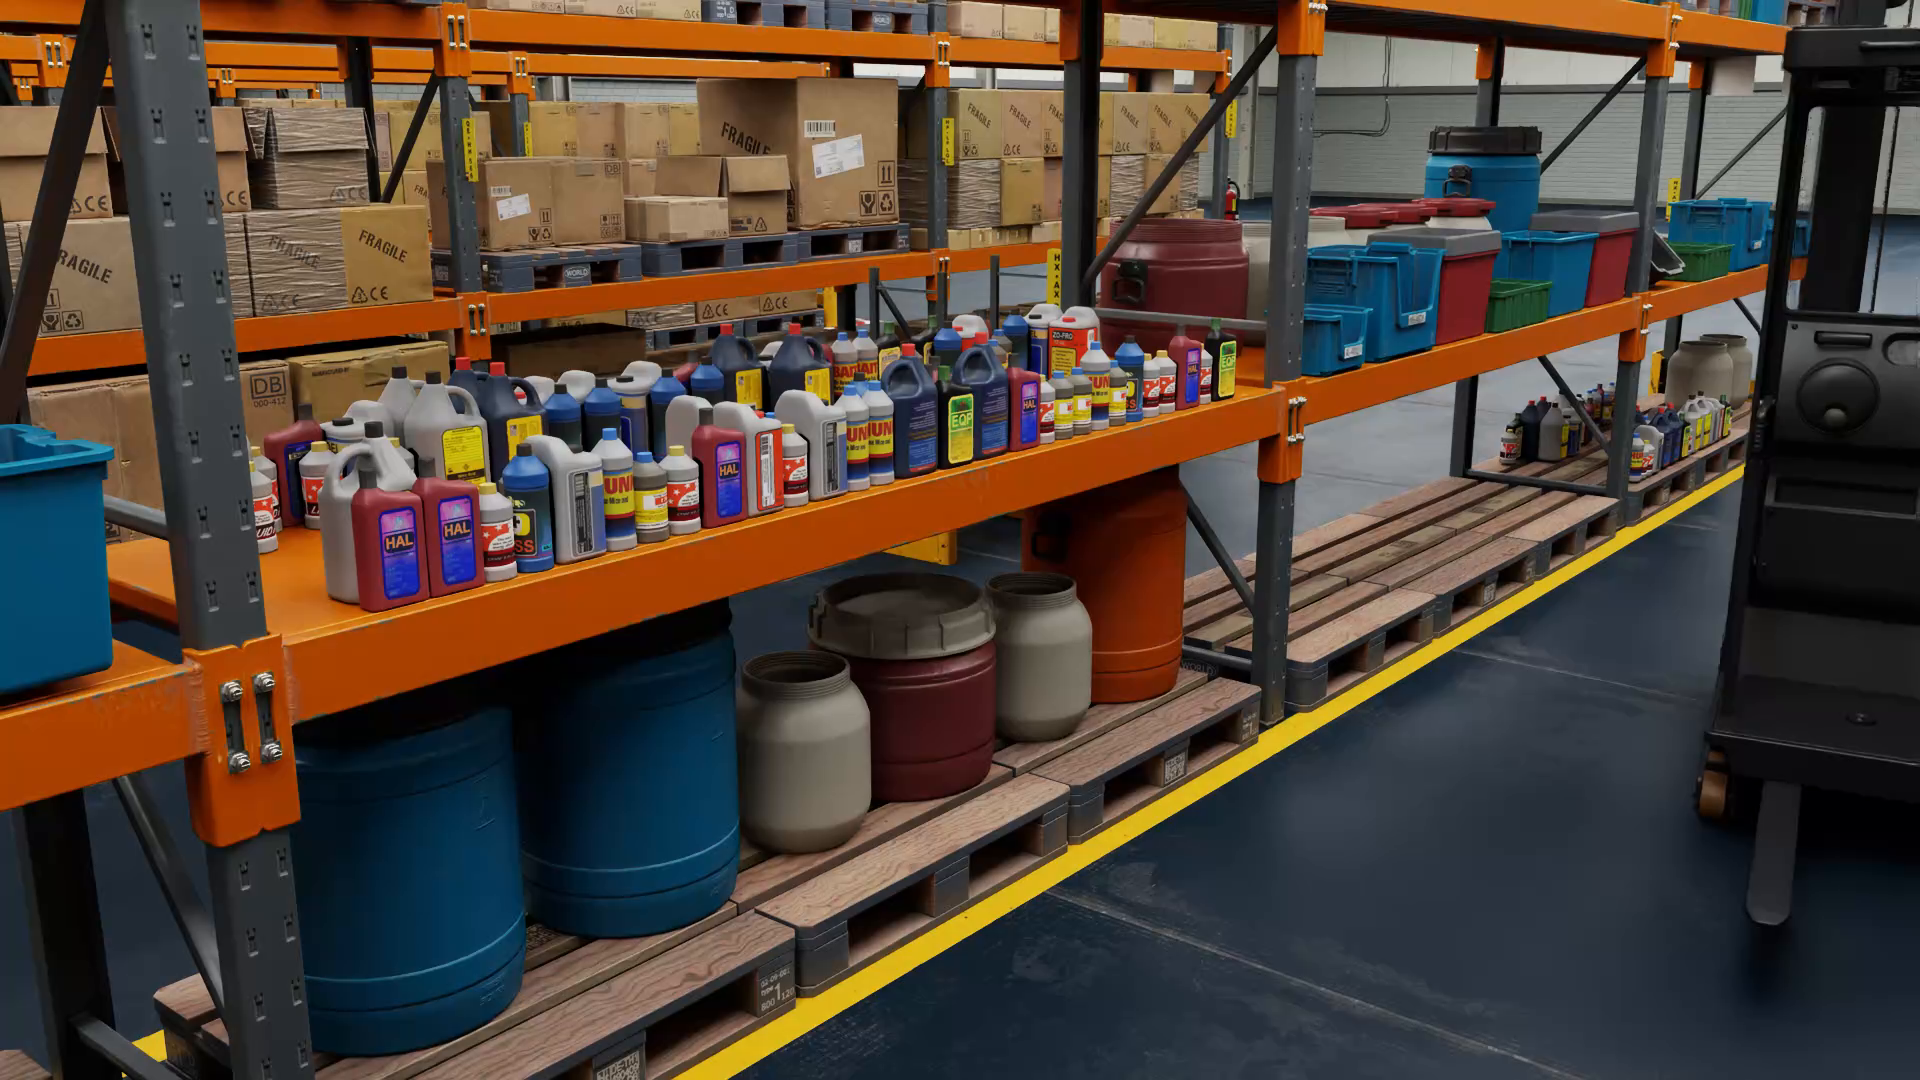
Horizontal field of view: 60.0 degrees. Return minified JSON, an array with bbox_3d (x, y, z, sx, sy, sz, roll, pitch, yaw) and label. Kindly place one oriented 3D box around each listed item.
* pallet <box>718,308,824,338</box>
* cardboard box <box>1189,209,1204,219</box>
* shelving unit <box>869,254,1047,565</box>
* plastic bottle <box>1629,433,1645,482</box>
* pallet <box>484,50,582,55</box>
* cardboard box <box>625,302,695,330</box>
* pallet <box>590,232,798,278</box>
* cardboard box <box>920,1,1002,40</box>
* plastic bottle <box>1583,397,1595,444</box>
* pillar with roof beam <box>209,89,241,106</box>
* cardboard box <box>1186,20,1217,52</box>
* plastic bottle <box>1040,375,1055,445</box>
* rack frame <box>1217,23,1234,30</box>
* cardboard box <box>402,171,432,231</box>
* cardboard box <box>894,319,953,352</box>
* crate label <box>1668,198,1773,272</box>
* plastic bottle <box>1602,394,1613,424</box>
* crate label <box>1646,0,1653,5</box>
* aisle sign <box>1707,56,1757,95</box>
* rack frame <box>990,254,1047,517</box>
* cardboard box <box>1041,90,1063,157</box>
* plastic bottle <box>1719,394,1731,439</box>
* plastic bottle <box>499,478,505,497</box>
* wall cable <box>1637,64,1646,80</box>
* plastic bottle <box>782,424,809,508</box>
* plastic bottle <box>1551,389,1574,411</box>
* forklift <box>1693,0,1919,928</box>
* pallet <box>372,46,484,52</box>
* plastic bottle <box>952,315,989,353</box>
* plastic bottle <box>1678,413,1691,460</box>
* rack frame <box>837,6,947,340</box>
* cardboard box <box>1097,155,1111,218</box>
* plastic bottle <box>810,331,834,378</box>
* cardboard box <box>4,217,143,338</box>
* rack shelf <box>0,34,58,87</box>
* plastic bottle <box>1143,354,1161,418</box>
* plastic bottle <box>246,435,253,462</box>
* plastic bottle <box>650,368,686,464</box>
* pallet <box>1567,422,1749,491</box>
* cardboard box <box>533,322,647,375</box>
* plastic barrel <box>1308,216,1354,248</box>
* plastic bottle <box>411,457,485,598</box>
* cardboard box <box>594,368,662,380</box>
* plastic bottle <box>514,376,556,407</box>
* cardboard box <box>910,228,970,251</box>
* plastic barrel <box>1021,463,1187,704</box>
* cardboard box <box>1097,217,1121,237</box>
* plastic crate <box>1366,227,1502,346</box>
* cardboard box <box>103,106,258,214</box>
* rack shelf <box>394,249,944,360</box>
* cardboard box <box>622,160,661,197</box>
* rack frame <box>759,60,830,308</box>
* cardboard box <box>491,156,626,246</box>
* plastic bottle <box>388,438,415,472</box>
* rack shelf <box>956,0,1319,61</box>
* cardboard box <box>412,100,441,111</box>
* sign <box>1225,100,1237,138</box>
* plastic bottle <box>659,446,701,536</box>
[{"bbox_3d":[-2.241,-2.395,18.124,1.003,0.211,1.213,11,18,38],"label":"pallet"},{"bbox_3d":[1.976,-2.917,15.024,0.380,0.149,0.250,11,18,38],"label":"cardboard box"},{"bbox_3d":[0.048,-0.742,8.996,0.587,1.500,1.083,11,18,38],"label":"shelving unit"},{"bbox_3d":[3.874,-0.477,9.556,0.097,0.271,0.097,0,14,0],"label":"plastic bottle"},{"bbox_3d":[-3.791,-4.712,15.667,1.003,0.211,1.213,11,18,38],"label":"pallet"},{"bbox_3d":[-3.300,-2.603,16.739,0.875,0.875,0.875,11,18,38],"label":"cardboard box"},{"bbox_3d":[-1.821,-1.886,10.843,1.003,0.211,1.213,11,18,38],"label":"pallet"},{"bbox_3d":[-0.037,-3.787,12.150,0.500,0.250,0.500,10,18,35],"label":"cardboard box"},{"bbox_3d":[4.026,-0.770,10.686,0.061,0.283,0.133,11,18,38],"label":"plastic bottle"},{"bbox_3d":[-7.367,-7.674,21.054,9.100,9.000,0.400,11,18,38],"label":"pillar with roof beam"},{"bbox_3d":[1.889,-4.375,14.464,0.500,0.250,0.500,12,18,39],"label":"cardboard box"},{"bbox_3d":[0.237,-0.393,4.981,0.097,0.201,0.097,0,14,0],"label":"plastic bottle"},{"bbox_3d":[1.995,-6.033,14.595,1.000,3.000,0.127,11,18,38],"label":"rack frame"},{"bbox_3d":[-4.751,-2.957,14.466,0.500,0.500,0.500,11,18,37],"label":"cardboard box"},{"bbox_3d":[-0.237,-1.422,12.851,0.500,0.500,0.500,11,18,36],"label":"cardboard box"},{"bbox_3d":[4.901,-1.982,10.759,0.502,0.435,0.616,11,18,38],"label":"crate label"},{"bbox_3d":[4.400,-0.897,11.351,0.097,0.201,0.097,0,14,0],"label":"plastic bottle"},{"bbox_3d":[4.414,-3.433,10.755,0.502,0.251,0.408,11,18,38],"label":"crate label"},{"bbox_3d":[5.665,-3.678,12.229,0.394,0.787,0.004,11,18,38],"label":"aisle sign"},{"bbox_3d":[0.373,-0.841,9.386,0.500,1.500,0.032,11,18,38],"label":"rack frame"},{"bbox_3d":[0.589,-3.275,13.085,0.500,0.500,0.500,11,18,38],"label":"cardboard box"},{"bbox_3d":[4.975,-0.811,10.846,0.061,0.283,0.133,12,18,39],"label":"plastic bottle"},{"bbox_3d":[-0.986,-0.080,3.749,0.097,0.201,0.097,0,14,0],"label":"plastic bottle"},{"bbox_3d":[18.394,-14.621,41.494,2.305,6.003,0.169,11,18,38],"label":"wall cable"},{"bbox_3d":[-0.432,-0.189,4.180,0.097,0.201,0.097,0,14,0],"label":"plastic bottle"},{"bbox_3d":[3.837,-0.789,10.622,0.144,0.351,0.185,11,18,37],"label":"plastic bottle"},{"bbox_3d":[3.062,-0.506,5.162,1.130,2.935,3.031,7,16,27],"label":"forklift"},{"bbox_3d":[-4.851,-4.324,14.348,0.805,0.209,1.217,10,18,35],"label":"pallet"},{"bbox_3d":[0.005,-0.645,5.822,0.152,0.276,0.135,11,18,38],"label":"plastic bottle"},{"bbox_3d":[4.418,-0.641,10.178,0.061,0.283,0.133,12,19,40],"label":"plastic bottle"},{"bbox_3d":[-0.519,-2.359,12.318,1.000,3.000,0.127,11,18,38],"label":"rack frame"},{"bbox_3d":[0.736,-2.919,13.716,0.875,0.500,0.500,11,18,38],"label":"cardboard box"},{"bbox_3d":[-0.466,-0.523,5.327,0.061,0.283,0.133,11,18,38],"label":"plastic bottle"},{"bbox_3d":[-4.113,-1.217,7.618,0.500,0.500,0.500,12,18,39],"label":"cardboard box"},{"bbox_3d":[-8.085,-3.102,10.611,1.077,0.370,4.000,11,18,38],"label":"rack shelf"},{"bbox_3d":[0.604,-0.505,5.422,0.097,0.201,0.097,0,14,0],"label":"plastic bottle"},{"bbox_3d":[-1.699,-0.126,3.779,0.152,0.276,0.135,11,18,38],"label":"plastic bottle"},{"bbox_3d":[-0.813,-0.345,4.650,0.097,0.271,0.097,0,14,0],"label":"plastic bottle"},{"bbox_3d":[4.554,-0.598,11.049,1.003,0.211,1.213,11,18,38],"label":"pallet"},{"bbox_3d":[-2.310,-1.194,10.393,0.500,0.250,0.500,-14,20,-43],"label":"cardboard box"},{"bbox_3d":[1.564,-1.192,7.495,0.421,0.512,0.421,0,14,0],"label":"plastic barrel"},{"bbox_3d":[-1.049,-0.034,3.401,0.061,0.283,0.133,11,18,38],"label":"plastic bottle"},{"bbox_3d":[-2.289,-0.835,10.499,0.700,0.500,0.500,9,17,33],"label":"cardboard box"},{"bbox_3d":[-1.152,-0.293,4.435,0.152,0.276,0.135,11,18,38],"label":"plastic bottle"},{"bbox_3d":[-0.150,-2.232,12.328,0.380,0.149,0.250,11,18,38],"label":"cardboard box"},{"bbox_3d":[0.525,0.118,6.122,0.600,0.830,0.708,11,18,38],"label":"plastic barrel"},{"bbox_3d":[1.115,-2.613,13.829,0.380,0.149,0.250,11,18,38],"label":"cardboard box"},{"bbox_3d":[2.073,-1.120,7.309,0.402,0.464,0.583,11,18,38],"label":"plastic crate"},{"bbox_3d":[-3.917,-1.866,8.136,0.797,0.503,0.637,12,18,39],"label":"cardboard box"},{"bbox_3d":[-1.776,-1.628,10.899,1.077,0.370,4.000,11,18,38],"label":"rack shelf"},{"bbox_3d":[-3.332,-3.485,16.446,0.875,0.550,0.550,11,18,38],"label":"cardboard box"},{"bbox_3d":[-1.800,-3.912,18.431,1.000,3.000,0.127,11,18,38],"label":"rack frame"},{"bbox_3d":[-2.452,-2.077,10.152,0.500,0.500,0.700,-13,19,-41],"label":"cardboard box"},{"bbox_3d":[-1.360,-0.144,4.002,0.097,0.201,0.097,0,14,0],"label":"plastic bottle"},{"bbox_3d":[-0.438,-1.549,4.497,1.077,0.370,4.000,11,18,38],"label":"rack shelf"},{"bbox_3d":[-6.429,-4.995,19.856,0.700,0.500,0.500,11,18,37],"label":"cardboard box"},{"bbox_3d":[2.414,-3.750,14.799,0.100,0.325,0.005,11,18,38],"label":"sign"},{"bbox_3d":[-0.661,-0.119,3.904,0.097,0.201,0.097,0,14,0],"label":"plastic bottle"}]
